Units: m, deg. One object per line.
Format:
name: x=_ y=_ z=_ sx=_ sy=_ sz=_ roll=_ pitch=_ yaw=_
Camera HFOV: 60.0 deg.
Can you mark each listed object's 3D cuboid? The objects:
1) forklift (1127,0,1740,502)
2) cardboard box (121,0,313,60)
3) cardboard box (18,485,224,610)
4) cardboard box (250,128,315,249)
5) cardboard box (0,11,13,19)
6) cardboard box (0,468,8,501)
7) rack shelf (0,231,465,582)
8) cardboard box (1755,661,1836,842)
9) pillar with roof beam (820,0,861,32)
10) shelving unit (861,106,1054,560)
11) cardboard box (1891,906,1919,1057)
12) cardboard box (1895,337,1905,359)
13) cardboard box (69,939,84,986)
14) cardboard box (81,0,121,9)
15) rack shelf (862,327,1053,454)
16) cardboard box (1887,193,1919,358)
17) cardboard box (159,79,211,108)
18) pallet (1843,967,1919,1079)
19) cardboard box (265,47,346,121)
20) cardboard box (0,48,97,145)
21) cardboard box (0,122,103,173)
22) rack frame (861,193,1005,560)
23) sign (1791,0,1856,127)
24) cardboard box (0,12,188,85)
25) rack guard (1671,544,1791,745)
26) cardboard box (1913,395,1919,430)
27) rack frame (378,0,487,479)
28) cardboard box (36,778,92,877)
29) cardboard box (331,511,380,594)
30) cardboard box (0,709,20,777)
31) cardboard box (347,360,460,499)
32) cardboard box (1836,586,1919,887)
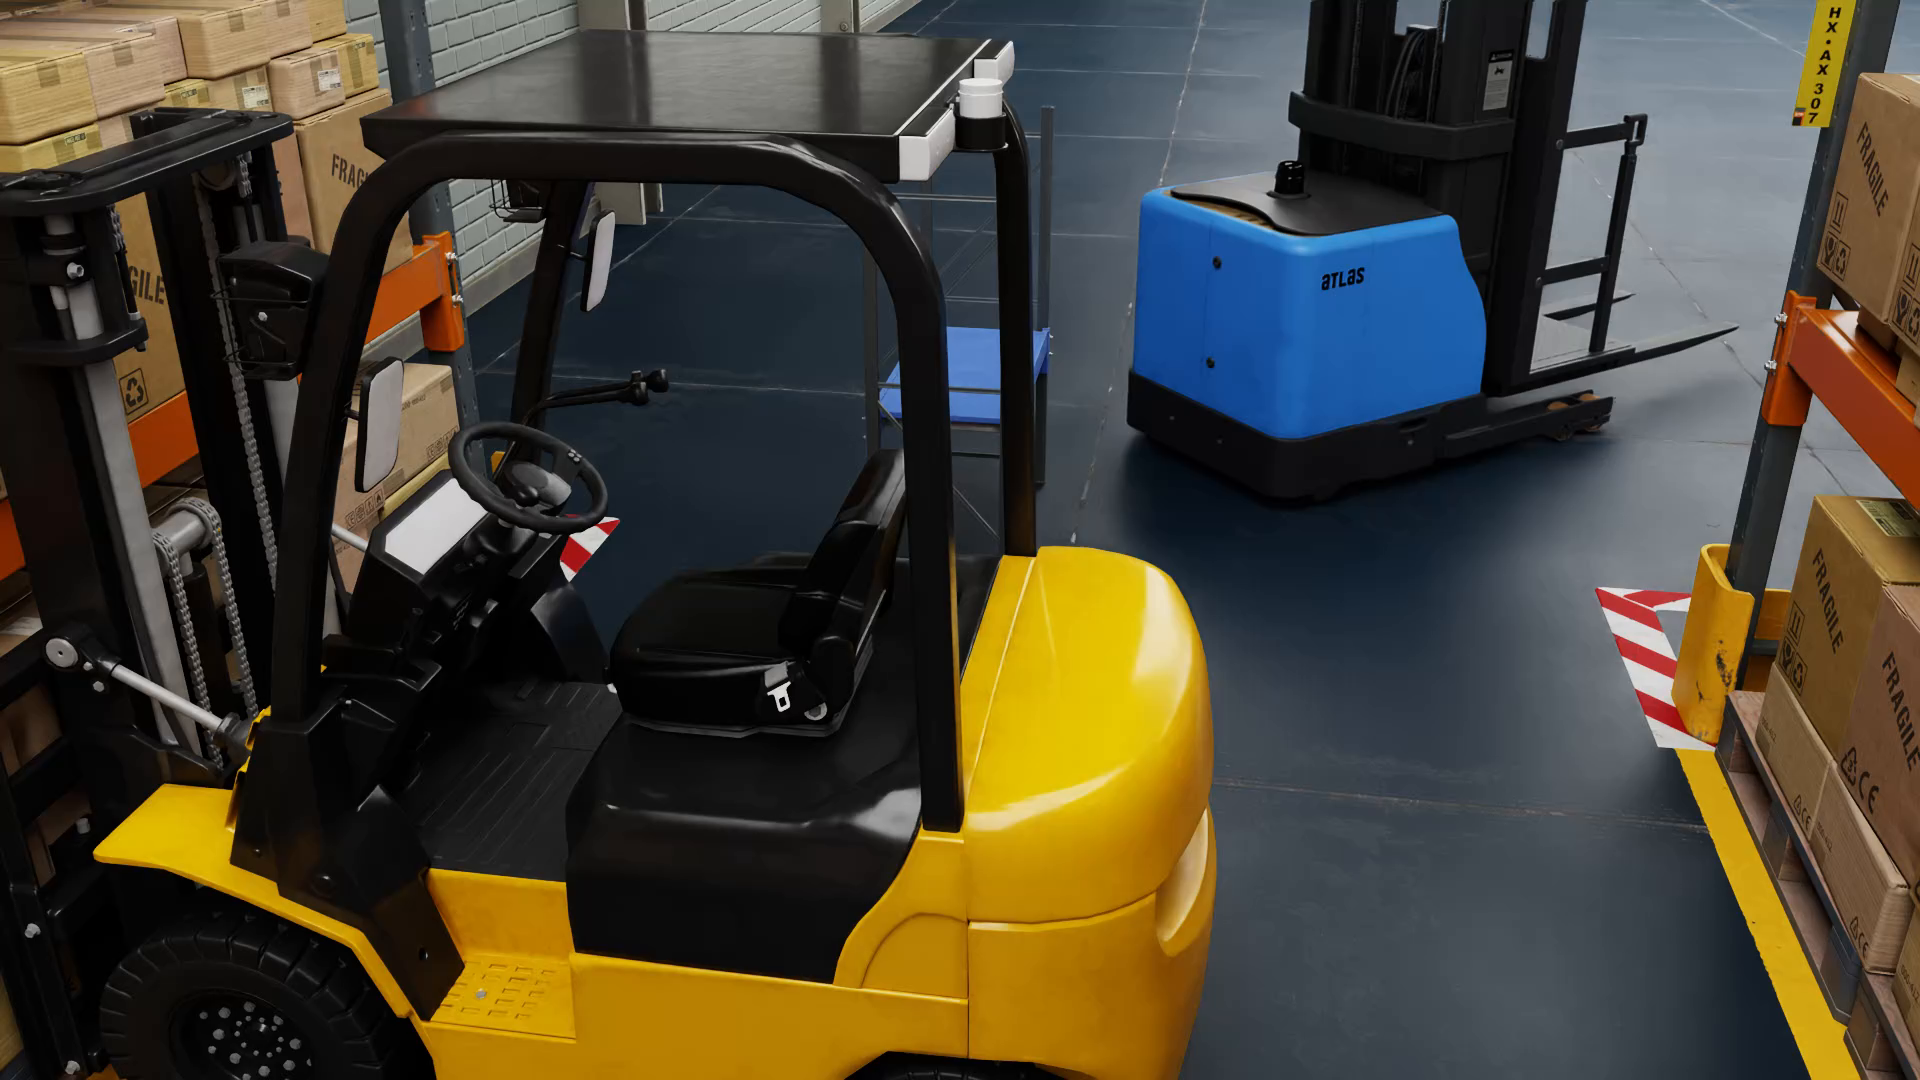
forklift: x=2.243 y=-1.930 z=6.916 sx=3.031 sy=2.935 sz=1.130 roll=-15 pitch=29 yaw=-28
cardboard box: x=-1.957 y=-1.364 z=4.393 sx=0.380 sy=0.149 sz=0.250 roll=4 pitch=25 yaw=9
cardboard box: x=-2.015 y=0.082 z=4.105 sx=0.500 sy=0.250 sz=0.500 roll=4 pitch=25 yaw=9
cardboard box: x=-2.012 y=-0.765 z=4.229 sx=0.500 sy=0.500 sz=0.500 roll=5 pitch=26 yaw=10
cardboard box: x=-2.523 y=-1.187 z=4.015 sx=0.380 sy=0.149 sz=0.250 roll=4 pitch=25 yaw=9
cardboard box: x=-2.167 y=-0.340 z=3.320 sx=0.500 sy=0.500 sz=0.500 roll=4 pitch=25 yaw=9
rack shelf: x=-2.424 y=0.002 z=3.556 sx=1.077 sy=0.370 sz=4.000 roll=4 pitch=25 yaw=9
cardboard box: x=2.396 y=0.555 z=4.273 sx=0.500 sy=0.250 sz=0.500 roll=4 pitch=25 yaw=8
pillar with roof beam: x=3.108 y=-8.369 z=13.515 sx=9.100 sy=9.000 sz=0.400 roll=4 pitch=25 yaw=9
shelving unit: x=0.014 y=-0.715 z=6.008 sx=0.538 sy=1.500 sz=1.048 roll=4 pitch=25 yaw=9
cardboard box: x=2.228 y=0.997 z=3.329 sx=0.500 sy=0.250 sz=0.500 roll=6 pitch=26 yaw=12
cardboard box: x=2.514 y=-0.470 z=4.012 sx=0.380 sy=0.149 sz=0.250 roll=4 pitch=25 yaw=9
cardboard box: x=-2.106 y=0.748 z=3.862 sx=0.500 sy=0.250 sz=0.500 roll=5 pitch=26 yaw=10
cardboard box: x=-2.468 y=-1.402 z=4.472 sx=0.380 sy=0.149 sz=0.250 roll=5 pitch=26 yaw=10
rack shelf: x=0.014 y=-0.552 z=6.085 sx=0.538 sy=0.185 sz=1.000 roll=4 pitch=25 yaw=9
cardboard box: x=2.368 y=-0.602 z=3.530 sx=0.500 sy=0.500 sz=0.500 roll=5 pitch=26 yaw=10
cardboard box: x=-2.044 y=-1.019 z=4.005 sx=0.380 sy=0.149 sz=0.250 roll=4 pitch=25 yaw=8
pallet: x=2.419 y=1.323 z=3.175 sx=1.003 sy=0.211 sz=1.213 roll=4 pitch=25 yaw=9
cardboard box: x=-1.890 y=-1.226 z=4.448 sx=0.380 sy=0.149 sz=0.250 roll=4 pitch=25 yaw=9
cardboard box: x=-2.057 y=-0.929 z=3.462 sx=0.380 sy=0.149 sz=0.250 roll=5 pitch=25 yaw=10
cardboard box: x=-2.063 y=-0.797 z=3.531 sx=0.380 sy=0.149 sz=0.250 roll=4 pitch=25 yaw=9
rack frame: x=-0.069 y=-0.502 z=5.554 sx=0.500 sy=1.500 sz=0.032 roll=4 pitch=25 yaw=9
sign: x=2.265 y=-1.248 z=4.356 sx=0.100 sy=0.325 sz=0.005 roll=4 pitch=25 yaw=9
cardboard box: x=-2.087 y=-1.154 z=3.943 sx=0.380 sy=0.149 sz=0.250 roll=4 pitch=25 yaw=9
rack guard: x=2.788 y=0.346 z=4.921 sx=1.175 sy=0.500 sz=0.348 roll=4 pitch=25 yaw=9
cardboard box: x=2.303 y=-0.262 z=3.567 sx=0.380 sy=0.149 sz=0.250 roll=4 pitch=25 yaw=9
rack frame: x=-2.097 y=-1.160 z=5.191 sx=1.000 sy=3.000 sz=0.127 roll=4 pitch=25 yaw=9
cardboard box: x=-2.110 y=0.529 z=3.740 sx=0.500 sy=0.250 sz=0.500 roll=4 pitch=25 yaw=8
cardboard box: x=-1.961 y=0.103 z=4.651 sx=0.500 sy=0.250 sz=0.500 roll=4 pitch=25 yaw=8
cardboard box: x=-2.199 y=0.512 z=3.186 sx=0.500 sy=0.250 sz=0.500 roll=5 pitch=26 yaw=10
cardboard box: x=-1.865 y=-0.344 z=5.015 sx=0.500 sy=0.250 sz=0.500 roll=5 pitch=26 yaw=10
cardboard box: x=2.311 y=0.445 z=3.625 sx=0.500 sy=0.500 sz=0.500 roll=3 pitch=25 yaw=7
